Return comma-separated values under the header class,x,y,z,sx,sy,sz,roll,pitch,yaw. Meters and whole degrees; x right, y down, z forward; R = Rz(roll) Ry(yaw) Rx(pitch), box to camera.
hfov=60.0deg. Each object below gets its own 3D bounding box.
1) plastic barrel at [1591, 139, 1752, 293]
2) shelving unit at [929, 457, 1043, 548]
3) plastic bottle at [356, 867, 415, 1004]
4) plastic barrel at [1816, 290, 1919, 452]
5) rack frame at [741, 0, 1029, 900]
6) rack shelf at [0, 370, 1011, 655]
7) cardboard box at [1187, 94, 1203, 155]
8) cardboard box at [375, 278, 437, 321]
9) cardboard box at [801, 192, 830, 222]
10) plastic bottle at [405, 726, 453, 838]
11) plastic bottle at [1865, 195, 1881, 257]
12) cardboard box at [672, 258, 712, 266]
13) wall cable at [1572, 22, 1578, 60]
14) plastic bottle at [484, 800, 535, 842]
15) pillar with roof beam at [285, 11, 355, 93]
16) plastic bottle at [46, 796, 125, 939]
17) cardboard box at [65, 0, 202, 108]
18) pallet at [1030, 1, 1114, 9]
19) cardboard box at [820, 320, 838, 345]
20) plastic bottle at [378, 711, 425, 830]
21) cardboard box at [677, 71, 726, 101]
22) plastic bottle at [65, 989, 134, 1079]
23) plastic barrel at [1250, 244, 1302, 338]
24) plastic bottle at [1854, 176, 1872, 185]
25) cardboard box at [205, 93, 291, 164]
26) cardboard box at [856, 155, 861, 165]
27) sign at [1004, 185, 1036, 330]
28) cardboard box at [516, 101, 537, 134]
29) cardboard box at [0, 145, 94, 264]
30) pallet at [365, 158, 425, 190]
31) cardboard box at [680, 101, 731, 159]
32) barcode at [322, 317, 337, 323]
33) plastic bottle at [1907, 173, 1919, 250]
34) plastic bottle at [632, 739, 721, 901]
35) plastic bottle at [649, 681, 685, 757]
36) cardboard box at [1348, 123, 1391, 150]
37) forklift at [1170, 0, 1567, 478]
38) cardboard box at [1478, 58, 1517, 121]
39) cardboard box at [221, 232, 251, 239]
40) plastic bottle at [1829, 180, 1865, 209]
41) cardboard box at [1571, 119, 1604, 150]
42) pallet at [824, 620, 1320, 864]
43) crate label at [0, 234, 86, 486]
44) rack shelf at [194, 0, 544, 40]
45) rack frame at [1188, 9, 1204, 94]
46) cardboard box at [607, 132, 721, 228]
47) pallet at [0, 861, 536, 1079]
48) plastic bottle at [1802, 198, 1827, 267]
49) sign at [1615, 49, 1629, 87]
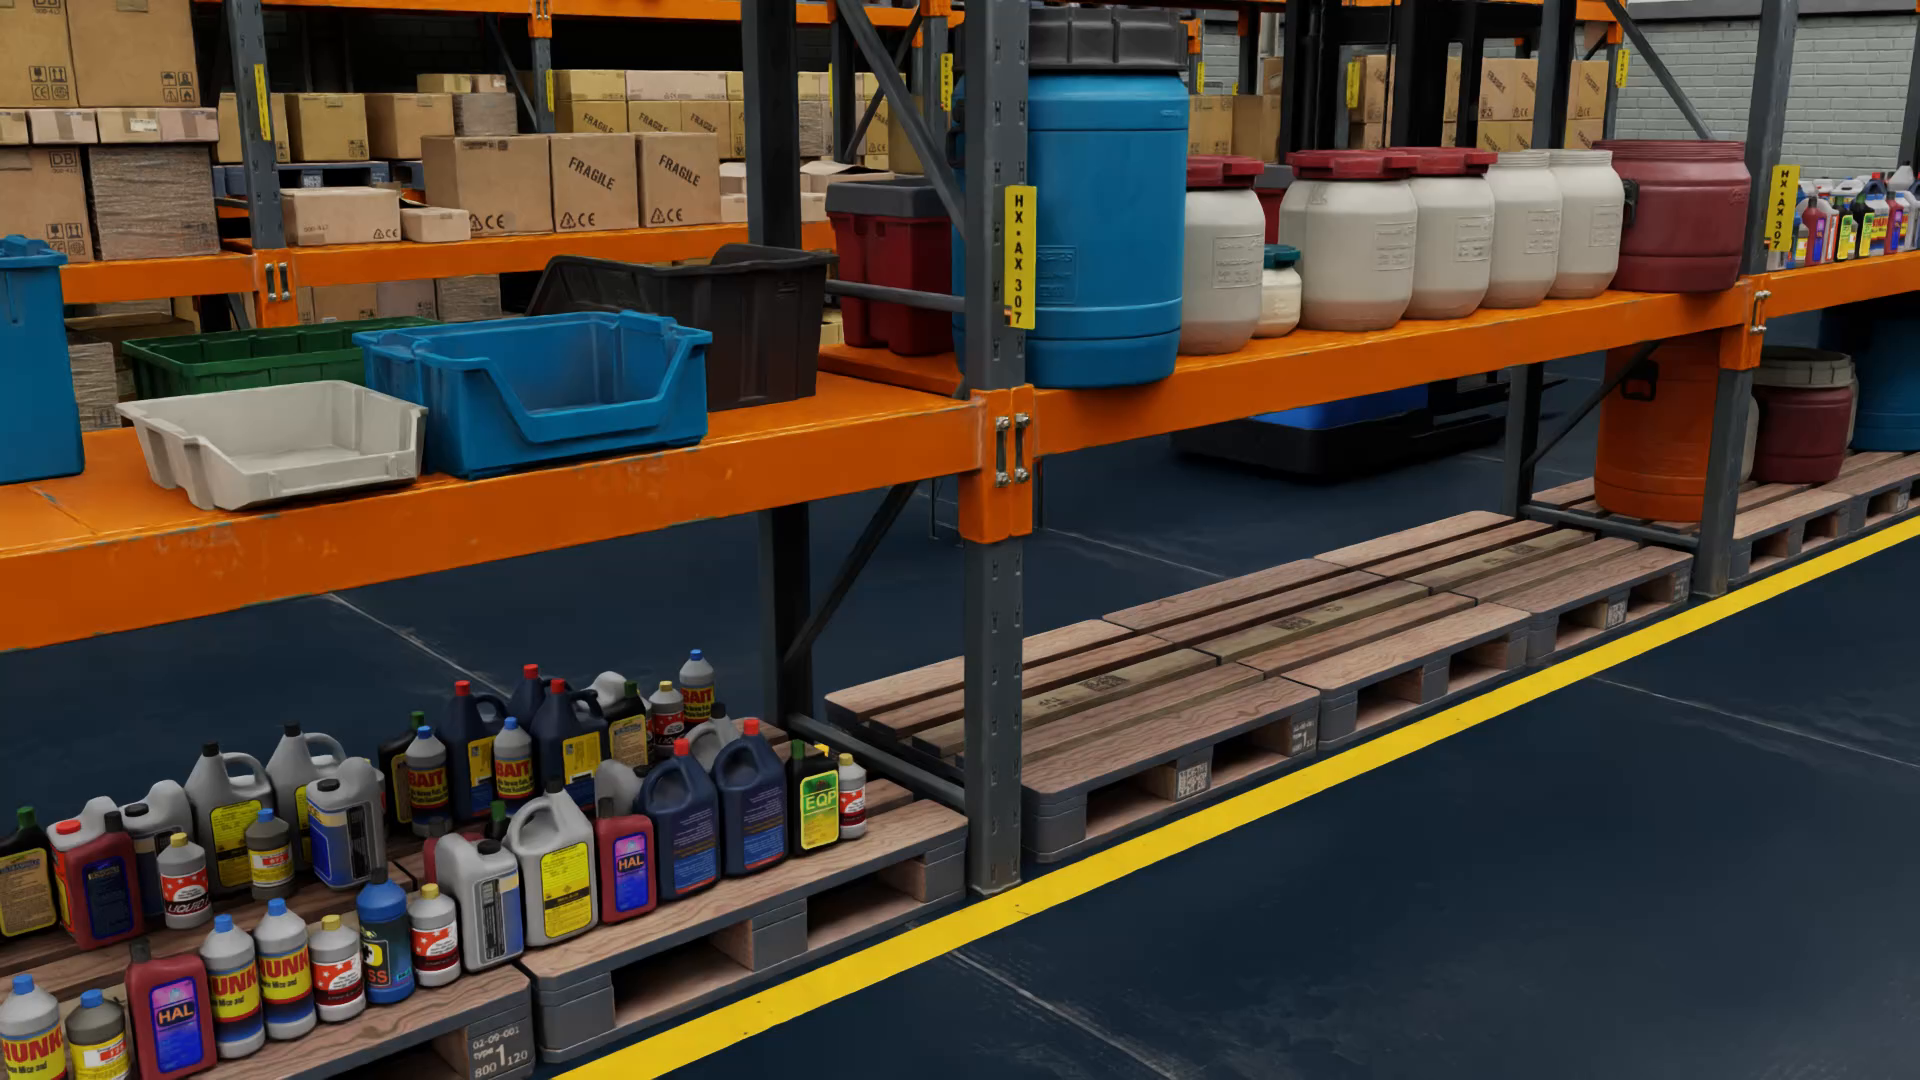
class,x,y,z,sx,sy,sz,roll,pitch,yaw
plastic barrel,2.652,-1.236,6.300,0.708,0.536,0.600,-13,19,-39
shelving unit,0.125,-0.608,7.700,0.503,1.200,0.258,-13,19,-39
plastic bottle,-1.172,0.797,3.387,0.097,0.271,0.097,0,15,0
plastic barrel,4.865,-0.966,8.805,0.708,0.901,0.600,-13,19,-39
rack frame,-0.214,-0.630,4.296,0.127,3.000,1.000,-13,19,-39
rack shelf,-1.723,0.056,3.120,4.000,0.370,1.077,-13,19,-39
cardboard box,1.280,-2.890,11.750,0.700,0.500,0.500,10,18,33
cardboard box,-4.674,-2.044,13.583,0.500,0.500,0.700,-13,20,-39
cardboard box,-0.942,-1.945,9.706,0.250,0.149,0.380,-13,19,-39
plastic bottle,-1.324,0.596,4.142,0.097,0.271,0.097,0,15,0
plastic bottle,4.071,-1.410,7.466,0.097,0.271,0.097,0,15,0
cardboard box,-2.394,-2.647,15.198,0.750,0.750,0.750,-13,20,-40
wall cable,6.837,-6.878,22.080,0.112,2.526,3.097,-13,19,-39
plastic bottle,-0.986,0.707,3.703,0.133,0.283,0.061,-13,19,-39
pillar with roof beam,-2.422,-5.245,9.947,0.400,9.000,9.100,-13,19,-39
plastic bottle,-1.926,0.717,3.678,0.135,0.276,0.152,-12,19,-39
cardboard box,-3.793,-2.194,7.442,0.500,0.500,0.700,-13,19,-39
pallet,0.862,-5.662,17.495,1.213,0.211,1.003,-13,19,-39
cardboard box,-1.066,-1.192,9.828,0.500,0.311,0.500,-13,20,-40
plastic bottle,-1.390,0.578,4.186,0.133,0.283,0.061,-12,19,-37
cardboard box,-2.409,-4.004,14.664,0.500,0.250,0.500,-12,19,-39
plastic bottle,-1.581,0.923,3.052,0.097,0.201,0.097,0,15,0
plastic barrel,0.885,-0.758,5.041,0.301,0.262,0.301,0,15,0
plastic bottle,4.946,-1.859,9.138,0.135,0.276,0.152,-13,19,-39
cardboard box,-5.409,-3.110,12.534,0.500,0.500,0.700,-10,18,-32
cardboard box,-1.151,-3.607,15.891,0.250,0.149,0.380,-12,19,-38
sign,0.139,-0.655,3.852,0.005,0.325,0.100,-13,19,-39
cardboard box,-3.517,-3.569,14.491,0.500,0.500,0.500,-12,19,-39
cardboard box,-4.187,-1.476,7.270,0.500,0.500,0.700,-13,20,-40
pallet,-4.167,-3.002,13.548,1.003,0.211,1.213,-13,19,-39
cardboard box,-2.389,-3.641,14.760,0.500,0.500,0.500,-13,20,-40
barcode,-2.997,-1.026,7.909,0.075,0.075,0.001,-13,19,-39
plastic bottle,4.511,-1.555,7.856,0.185,0.351,0.144,-13,19,-39
plastic bottle,-0.655,0.635,3.841,0.185,0.351,0.144,-14,20,-42
plastic bottle,-0.819,0.495,4.653,0.097,0.201,0.097,0,15,0
cardboard box,3.136,-3.032,13.094,0.500,0.500,0.500,-12,19,-38
forklift,2.616,-2.046,9.729,3.031,2.935,1.130,-14,20,-41
cardboard box,4.279,-3.769,13.915,0.500,0.500,0.500,-12,19,-38
cardboard box,-5.453,-2.218,12.779,0.500,0.250,0.500,-13,20,-41
plastic bottle,4.623,-1.735,8.672,0.135,0.276,0.152,-13,19,-39
cardboard box,5.431,-3.547,15.024,0.500,0.500,0.500,-12,19,-38
pallet,0.353,0.577,5.182,1.213,0.211,1.003,-13,19,-39
crate label,-2.021,-0.334,3.119,0.616,0.435,0.502,-13,19,-39
rack shelf,-5.209,-3.999,12.491,4.000,0.370,1.077,-13,19,-39
rack frame,2.335,-4.592,19.127,0.127,3.000,1.000,-13,19,-39
cardboard box,-1.700,-2.033,9.356,0.500,0.500,0.500,-14,20,-42
pallet,-1.669,1.031,3.482,1.213,0.211,1.003,-13,19,-39
plastic bottle,3.620,-1.308,7.062,0.133,0.283,0.061,-13,19,-39
sign,5.939,-4.228,14.912,0.005,0.325,0.100,-13,19,-39
